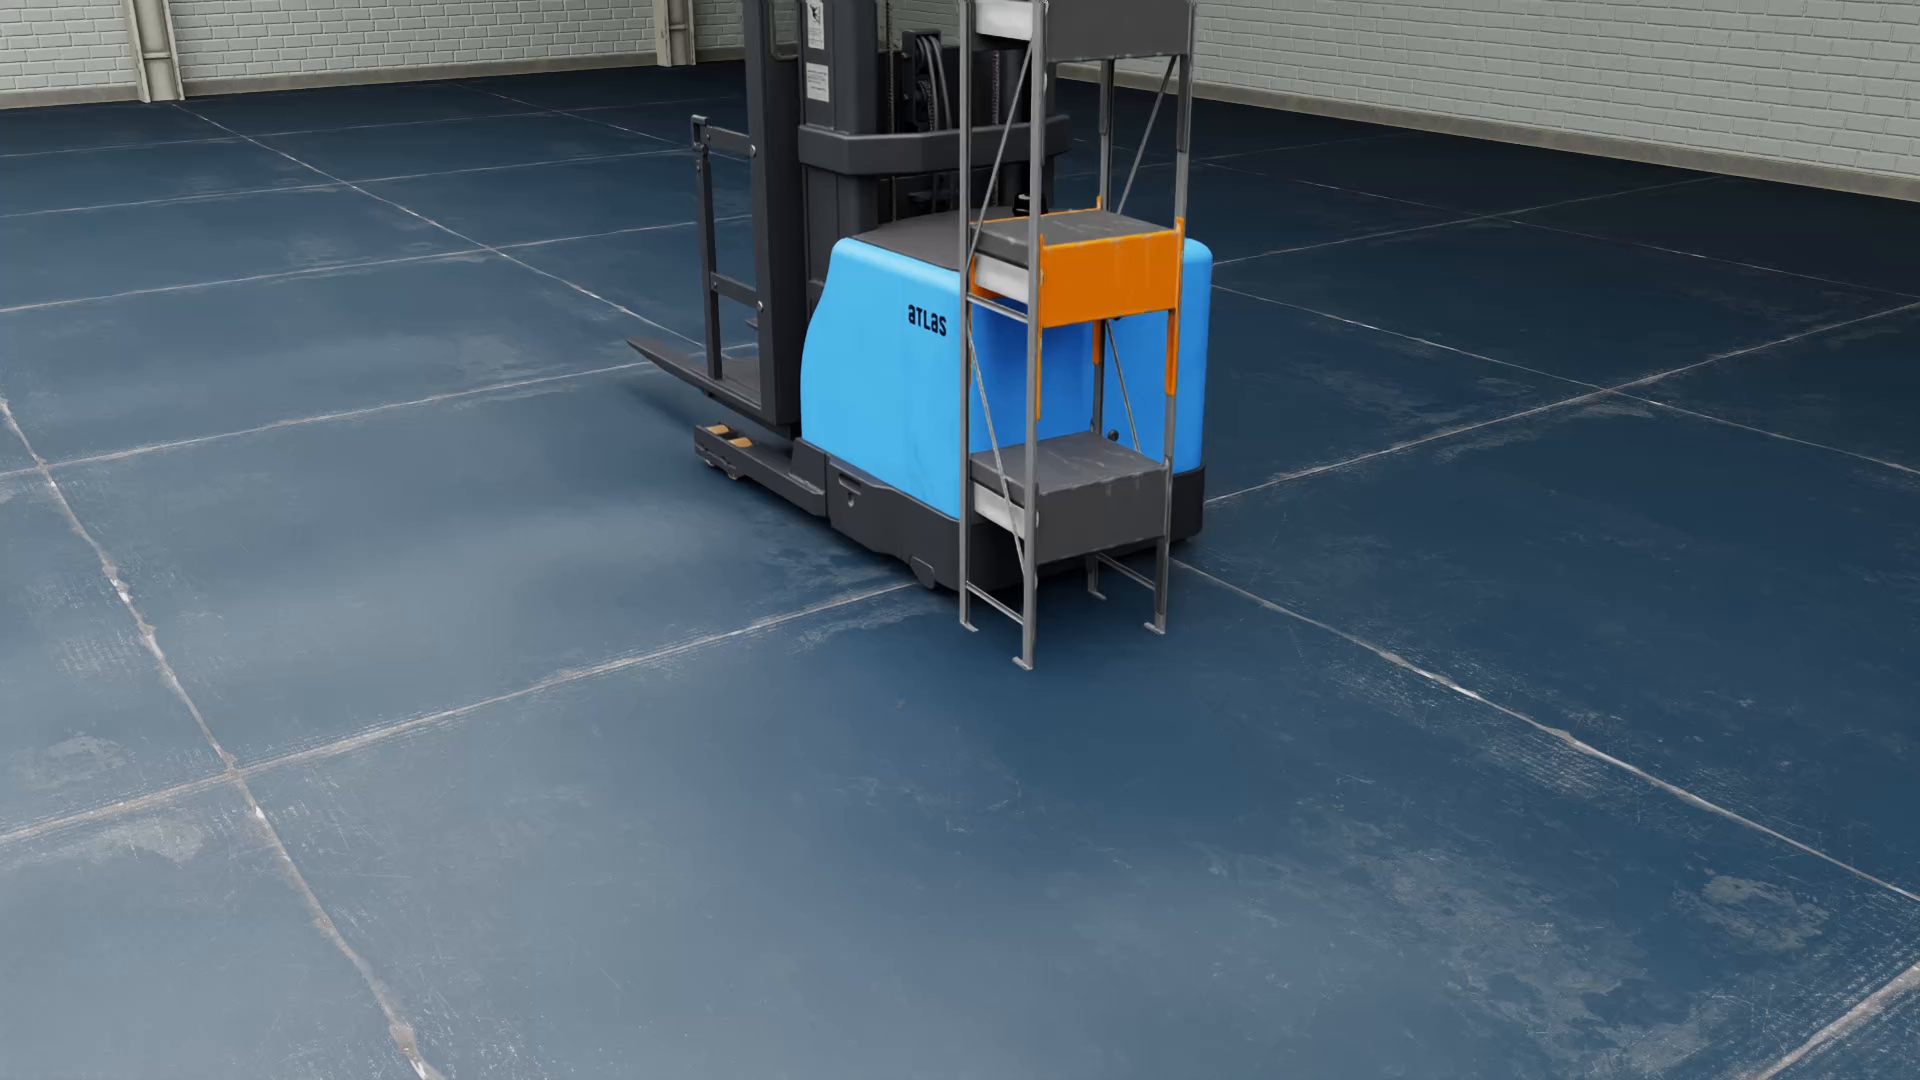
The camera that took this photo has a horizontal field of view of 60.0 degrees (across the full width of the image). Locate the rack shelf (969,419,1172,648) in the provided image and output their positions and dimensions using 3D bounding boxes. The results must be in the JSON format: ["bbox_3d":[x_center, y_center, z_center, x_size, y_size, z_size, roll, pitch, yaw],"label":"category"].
[{"bbox_3d":[0.317,-0.032,5.070,0.480,0.518,0.431,-12,25,-28],"label":"rack shelf"}]

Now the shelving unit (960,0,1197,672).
[{"bbox_3d":[0.317,-0.695,4.805,0.503,2.100,0.431,-12,25,-28],"label":"shelving unit"}]

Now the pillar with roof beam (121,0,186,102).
[{"bbox_3d":[-5.902,-7.531,12.626,0.400,9.000,9.100,-15,26,-33],"label":"pillar with roof beam"}]

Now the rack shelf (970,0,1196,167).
[{"bbox_3d":[0.317,-1.333,4.551,0.480,0.518,0.431,-12,25,-28],"label":"rack shelf"}]

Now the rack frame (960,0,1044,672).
[{"bbox_3d":[0.107,-0.649,4.690,0.015,2.100,0.400,-12,25,-28],"label":"rack frame"}]

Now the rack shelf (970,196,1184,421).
[{"bbox_3d":[0.317,-0.682,4.810,0.480,0.518,0.431,-12,25,-28],"label":"rack shelf"}]

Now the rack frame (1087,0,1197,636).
[{"bbox_3d":[0.527,-0.741,4.921,0.015,2.100,0.400,-12,25,-28],"label":"rack frame"}]

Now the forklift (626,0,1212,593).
[{"bbox_3d":[-0.400,-1.683,6.160,1.130,2.935,3.031,-14,26,-32],"label":"forklift"}]

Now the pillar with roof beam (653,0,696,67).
[{"bbox_3d":[-1.031,-8.829,15.881,0.400,9.000,9.100,-15,26,-33],"label":"pillar with roof beam"}]
